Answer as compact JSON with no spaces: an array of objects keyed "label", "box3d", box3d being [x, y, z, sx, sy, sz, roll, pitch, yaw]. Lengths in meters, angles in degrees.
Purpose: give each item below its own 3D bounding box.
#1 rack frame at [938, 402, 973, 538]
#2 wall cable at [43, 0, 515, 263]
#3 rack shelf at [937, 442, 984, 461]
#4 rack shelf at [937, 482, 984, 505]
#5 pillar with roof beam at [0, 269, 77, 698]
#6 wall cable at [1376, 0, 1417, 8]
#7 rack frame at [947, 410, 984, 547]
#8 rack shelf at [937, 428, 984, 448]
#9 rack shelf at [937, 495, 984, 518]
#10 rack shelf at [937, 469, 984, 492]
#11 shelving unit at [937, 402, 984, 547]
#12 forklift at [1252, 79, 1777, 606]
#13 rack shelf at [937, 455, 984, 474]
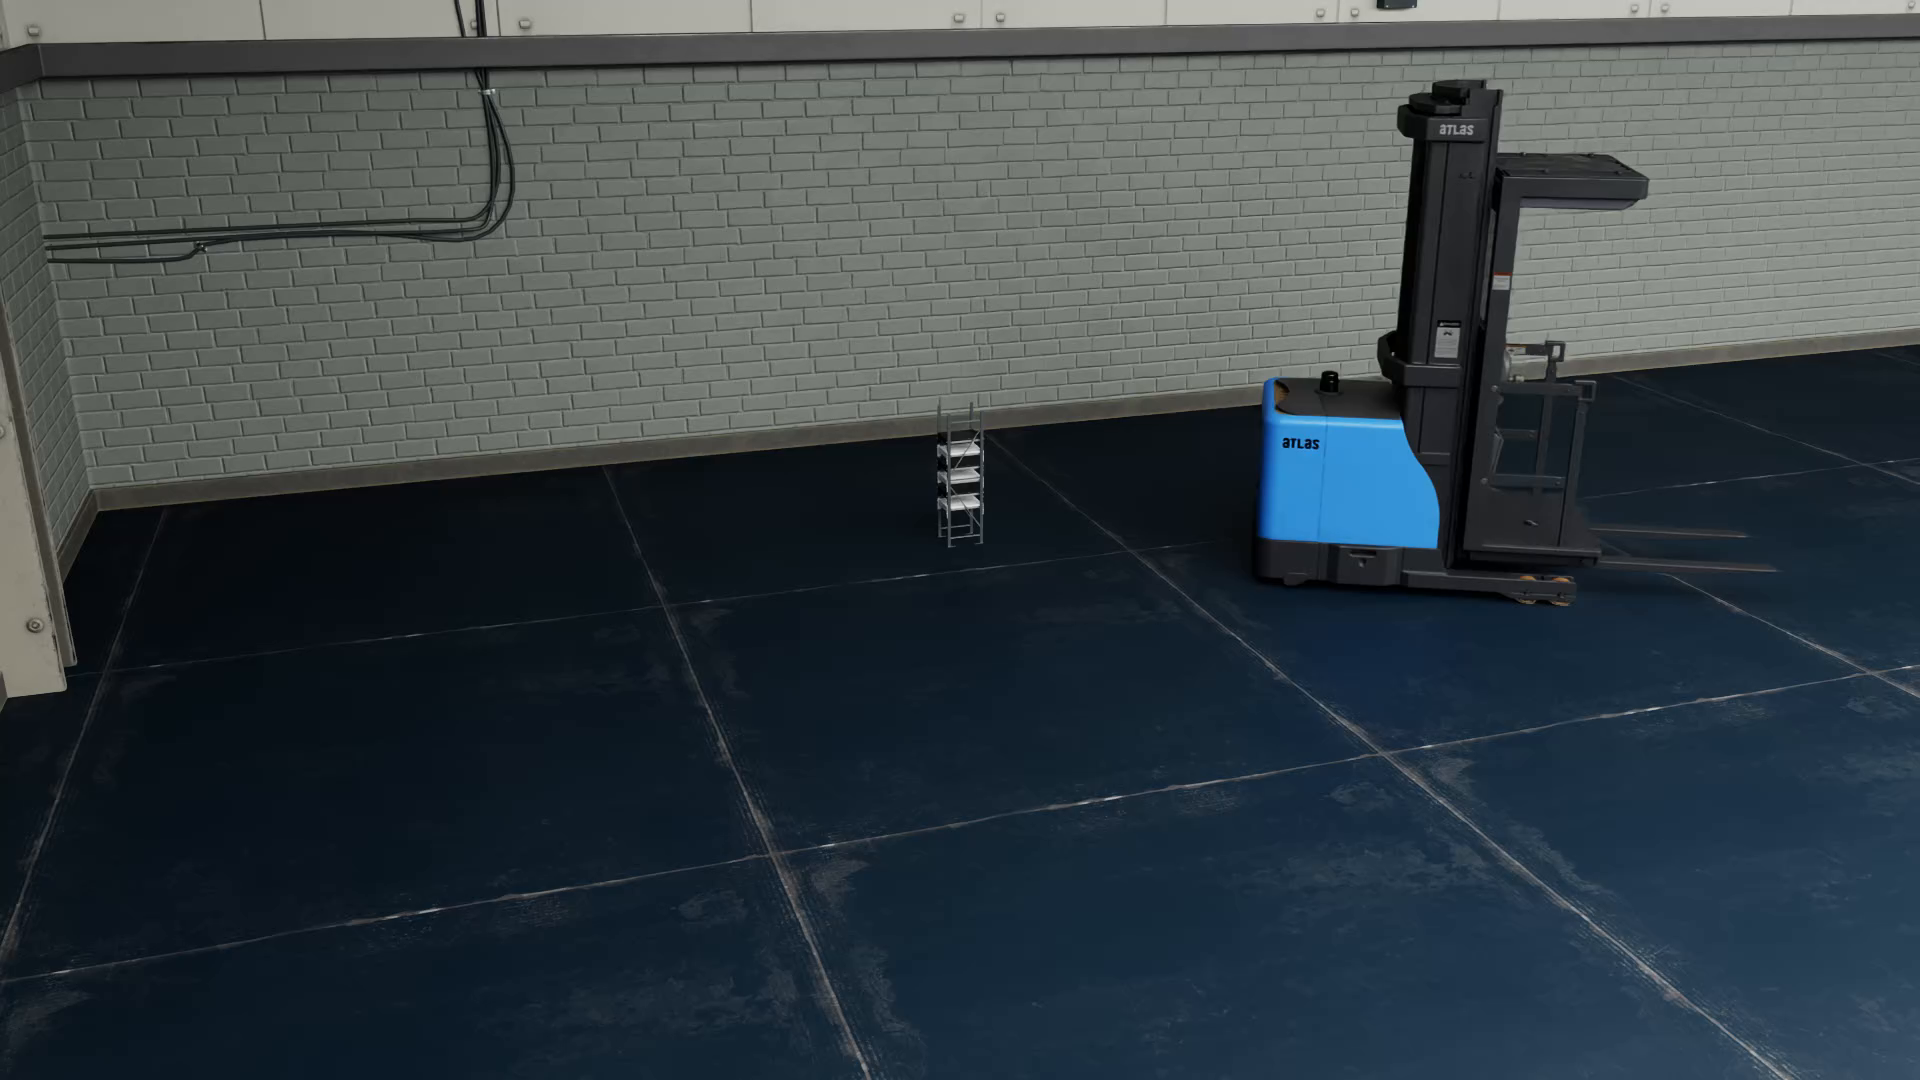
[{"label":"rack frame","box3d":[-0.029,-0.454,10.848,0.240,0.900,0.006,-6,21,-17]},{"label":"wall cable","box3d":[-4.569,-3.117,10.876,3.097,2.526,0.112,-6,21,-17]},{"label":"rack shelf","box3d":[0.003,-0.559,10.708,0.258,0.077,0.200,-6,21,-17]},{"label":"rack shelf","box3d":[0.003,-0.305,10.799,0.258,0.077,0.200,-6,21,-17]},{"label":"pillar with roof beam","box3d":[-0.811,-3.950,8.601,9.100,9.000,0.400,-6,21,-17]},{"label":"wall cable","box3d":[4.448,-7.182,12.570,2.305,6.003,0.169,-6,21,-17]},{"label":"rack frame","box3d":[0.034,-0.388,10.666,0.240,0.900,0.006,-6,21,-17]},{"label":"rack shelf","box3d":[0.003,-0.644,10.677,0.258,0.077,0.200,-6,21,-17]},{"label":"rack shelf","box3d":[0.003,-0.220,10.829,0.258,0.077,0.200,-6,21,-17]},{"label":"rack shelf","box3d":[0.003,-0.390,10.768,0.258,0.077,0.200,-6,21,-17]},{"label":"shelving unit","box3d":[0.003,-0.421,10.757,0.258,0.900,0.210,-6,21,-17]},{"label":"forklift","box3d":[3.355,-1.182,9.871,3.031,2.935,1.130,3,20,9]},{"label":"rack shelf","box3d":[0.003,-0.474,10.738,0.258,0.077,0.200,-6,21,-17]}]
